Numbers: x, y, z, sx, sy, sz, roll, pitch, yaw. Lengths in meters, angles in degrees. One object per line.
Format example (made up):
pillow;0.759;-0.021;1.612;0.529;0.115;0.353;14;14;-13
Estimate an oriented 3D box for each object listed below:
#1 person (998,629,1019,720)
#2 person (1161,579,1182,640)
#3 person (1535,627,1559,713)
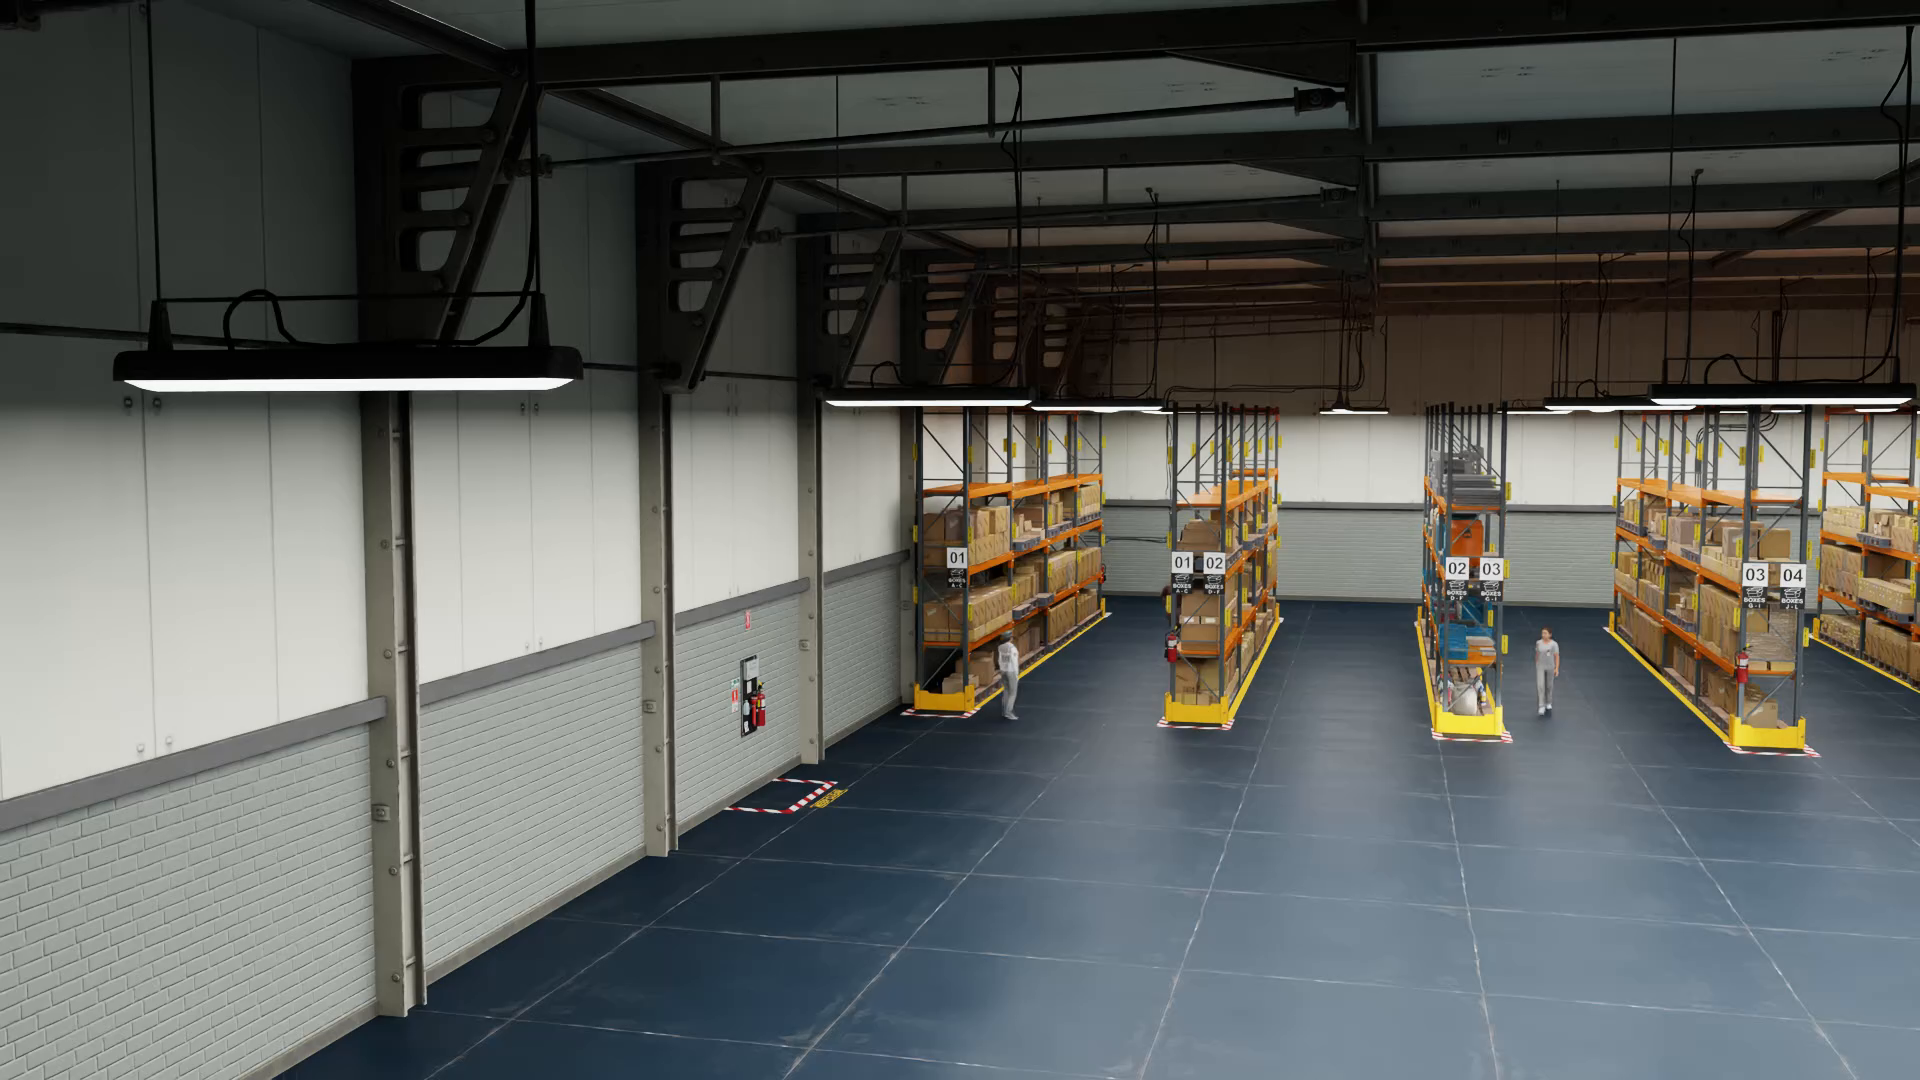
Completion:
person;0.946;2.556;31.729;0.394;1.680;0.631;-4;6;-41
person;5.513;1.752;42.510;0.745;1.684;0.654;2;5;23
person;11.385;2.501;32.261;0.451;1.635;0.864;2;5;23
